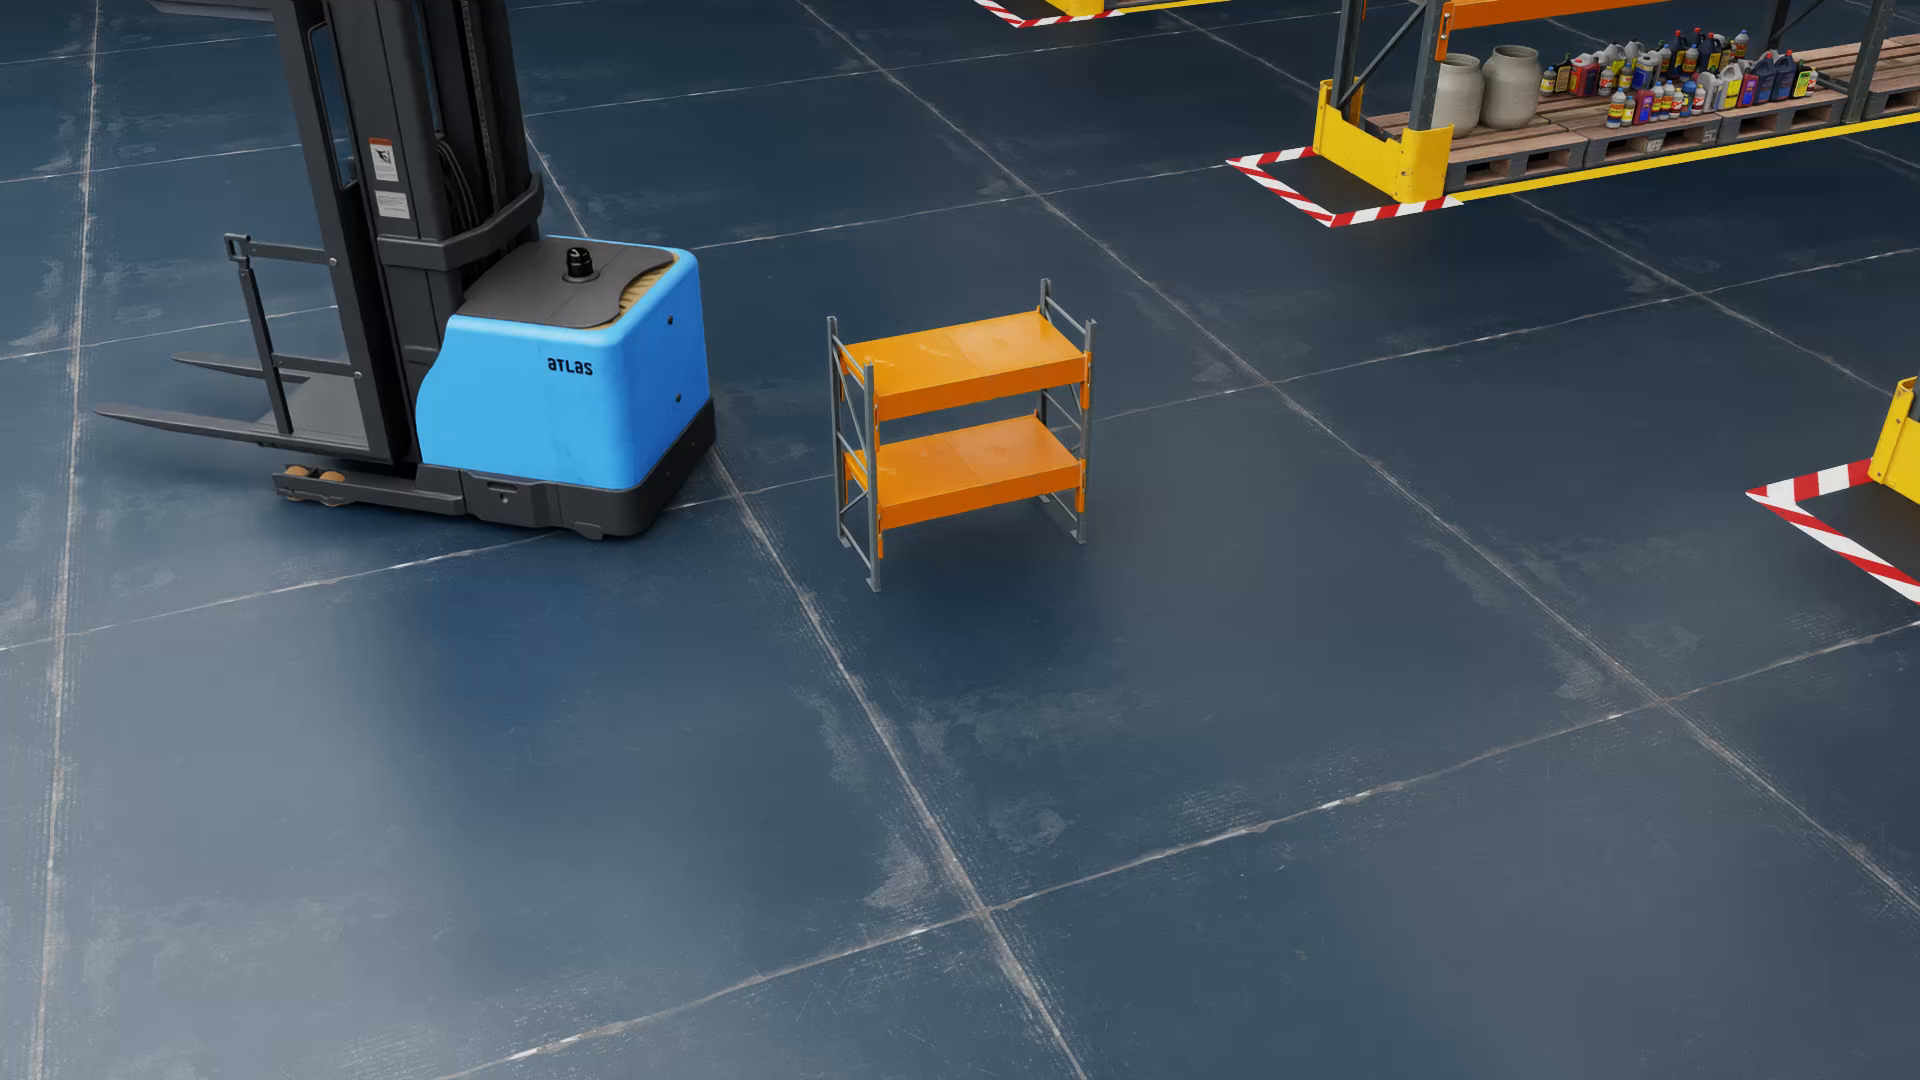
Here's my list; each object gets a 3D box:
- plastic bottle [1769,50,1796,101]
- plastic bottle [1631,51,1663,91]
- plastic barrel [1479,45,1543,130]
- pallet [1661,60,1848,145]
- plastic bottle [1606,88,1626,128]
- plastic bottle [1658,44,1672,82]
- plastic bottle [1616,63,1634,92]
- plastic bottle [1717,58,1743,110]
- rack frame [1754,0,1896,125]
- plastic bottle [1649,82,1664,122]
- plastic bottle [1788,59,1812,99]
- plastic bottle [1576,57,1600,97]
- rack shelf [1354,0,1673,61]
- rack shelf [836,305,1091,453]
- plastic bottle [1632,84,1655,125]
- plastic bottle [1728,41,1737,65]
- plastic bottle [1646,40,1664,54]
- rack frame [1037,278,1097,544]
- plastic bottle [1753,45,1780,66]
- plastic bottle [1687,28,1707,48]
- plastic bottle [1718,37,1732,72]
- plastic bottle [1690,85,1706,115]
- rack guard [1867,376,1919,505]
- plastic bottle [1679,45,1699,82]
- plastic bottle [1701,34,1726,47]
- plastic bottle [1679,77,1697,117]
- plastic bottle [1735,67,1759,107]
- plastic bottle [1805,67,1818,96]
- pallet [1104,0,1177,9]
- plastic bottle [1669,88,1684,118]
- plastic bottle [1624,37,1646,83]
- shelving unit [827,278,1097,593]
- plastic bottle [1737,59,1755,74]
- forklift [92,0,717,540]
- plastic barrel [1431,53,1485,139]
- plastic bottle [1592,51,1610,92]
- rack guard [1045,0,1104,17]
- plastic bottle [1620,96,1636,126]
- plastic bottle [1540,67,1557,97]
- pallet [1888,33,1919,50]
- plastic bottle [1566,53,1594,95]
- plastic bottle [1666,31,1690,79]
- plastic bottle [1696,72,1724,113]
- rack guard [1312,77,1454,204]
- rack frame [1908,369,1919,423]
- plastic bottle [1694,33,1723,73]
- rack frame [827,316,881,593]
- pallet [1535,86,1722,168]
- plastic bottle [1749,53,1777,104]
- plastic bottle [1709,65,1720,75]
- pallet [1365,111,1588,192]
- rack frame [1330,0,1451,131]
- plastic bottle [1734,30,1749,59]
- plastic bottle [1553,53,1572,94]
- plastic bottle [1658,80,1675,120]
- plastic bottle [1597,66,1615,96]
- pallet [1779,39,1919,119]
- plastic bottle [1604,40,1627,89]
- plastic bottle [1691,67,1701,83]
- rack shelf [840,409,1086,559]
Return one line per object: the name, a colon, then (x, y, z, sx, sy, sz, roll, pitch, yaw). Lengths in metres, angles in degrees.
plastic bottle: (6.085, -3.449, 12.325, 0.185, 0.351, 0.144, -14, 36, -20)
plastic bottle: (5.176, -3.538, 12.531, 0.135, 0.276, 0.152, -13, 35, -19)
plastic barrel: (3.918, -3.227, 11.856, 0.421, 0.512, 0.421, 0, 33, 0)
pallet: (5.931, -3.366, 12.729, 1.213, 0.211, 1.003, -13, 35, -19)
plastic bottle: (4.671, -3.078, 11.828, 0.097, 0.271, 0.097, 0, 33, 0)
plastic bottle: (5.367, -3.645, 12.700, 0.097, 0.271, 0.097, 0, 33, 0)
plastic bottle: (5.012, -3.485, 12.518, 0.097, 0.201, 0.097, 0, 33, 0)
plastic bottle: (5.610, -3.340, 12.158, 0.185, 0.351, 0.144, -13, 35, -19)
rack frame: (6.567, -4.655, 12.155, 0.127, 3.000, 1.000, -13, 35, -19)
plastic bottle: (4.987, -3.150, 11.939, 0.097, 0.271, 0.097, 0, 33, 0)
plastic bottle: (6.251, -3.434, 12.364, 0.133, 0.283, 0.061, -11, 35, -17)
plastic bottle: (4.687, -3.451, 12.391, 0.133, 0.283, 0.061, -13, 35, -19)
rack shelf: (4.723, -3.932, 11.702, 4.000, 0.370, 1.077, -13, 35, -19)
rack shelf: (0.006, -0.718, 7.286, 1.000, 0.278, 0.538, -13, 35, -19)
plastic bottle: (4.887, -3.121, 11.884, 0.133, 0.283, 0.061, -12, 35, -18)
plastic bottle: (6.010, -3.799, 13.000, 0.097, 0.201, 0.097, 0, 33, 0)
plastic bottle: (5.320, -3.686, 12.752, 0.133, 0.283, 0.061, -11, 35, -17)
rack frame: (0.475, -0.580, 7.610, 0.032, 1.125, 0.500, -13, 35, -19)
plastic bottle: (6.029, -3.521, 12.437, 0.185, 0.351, 0.144, -13, 35, -19)
plastic bottle: (5.662, -3.768, 12.816, 0.185, 0.351, 0.144, -12, 35, -18)
plastic bottle: (5.858, -3.719, 12.803, 0.133, 0.283, 0.061, -13, 35, -19)
plastic bottle: (5.360, -3.206, 12.090, 0.097, 0.201, 0.097, 0, 33, 0)
rack guard: (4.866, -0.289, 7.735, 0.348, 0.500, 1.175, -13, 35, -19)
plastic bottle: (5.575, -3.643, 12.697, 0.097, 0.271, 0.097, 0, 33, 0)
plastic bottle: (5.816, -3.769, 12.887, 0.135, 0.276, 0.152, -12, 35, -17)
plastic bottle: (5.266, -3.214, 12.038, 0.097, 0.271, 0.097, 0, 33, 0)
plastic bottle: (5.774, -3.325, 12.196, 0.133, 0.283, 0.061, -11, 35, -16)
plastic bottle: (6.353, -3.434, 12.439, 0.097, 0.201, 0.097, 0, 33, 0)
pallet: (1.653, -5.316, 15.727, 1.213, 0.211, 1.003, -13, 35, -19)
plastic bottle: (5.171, -3.163, 12.023, 0.097, 0.201, 0.097, 0, 33, 0)
plastic bottle: (5.096, -3.638, 12.617, 0.185, 0.351, 0.144, -13, 35, -19)
shelving unit: (0.006, -0.473, 7.445, 1.048, 1.125, 0.538, -13, 35, -19)
plastic bottle: (5.827, -3.446, 12.390, 0.135, 0.276, 0.152, -13, 35, -19)
forklift: (-2.805, -1.658, 7.611, 3.031, 2.935, 1.130, 8, 34, 12)
plastic barrel: (3.456, -3.122, 11.693, 0.421, 0.512, 0.421, 0, 33, 0)
plastic bottle: (4.773, -3.531, 12.520, 0.135, 0.276, 0.152, -14, 36, -20)
rack guard: (0.942, -5.250, 15.360, 0.348, 0.500, 1.175, -13, 35, -19)
plastic bottle: (4.766, -3.070, 11.881, 0.097, 0.201, 0.097, 0, 33, 0)
plastic bottle: (4.402, -3.431, 12.435, 0.097, 0.201, 0.097, 0, 33, 0)
pallet: (8.402, -3.932, 13.599, 1.213, 0.211, 1.003, -13, 35, -19)
plastic bottle: (4.645, -3.501, 12.475, 0.135, 0.276, 0.152, -13, 35, -19)
plastic bottle: (5.488, -3.728, 12.755, 0.185, 0.351, 0.144, -14, 36, -21)
plastic bottle: (5.458, -3.276, 12.129, 0.135, 0.276, 0.152, -12, 35, -18)
rack guard: (2.931, -2.803, 11.599, 0.348, 0.500, 1.175, -13, 35, -19)
rack frame: (4.796, -1.320, 7.029, 0.127, 3.000, 1.000, -13, 35, -19)
plastic bottle: (5.718, -3.695, 12.704, 0.185, 0.351, 0.144, -13, 35, -19)
rack frame: (-0.462, -0.366, 7.280, 0.032, 1.125, 0.500, -13, 35, -19)
pallet: (4.805, -3.106, 12.330, 1.213, 0.211, 1.003, -13, 35, -19)
plastic bottle: (5.908, -3.408, 12.263, 0.185, 0.351, 0.144, -15, 36, -21)
plastic bottle: (5.546, -3.358, 12.247, 0.133, 0.283, 0.061, -13, 35, -19)
pallet: (3.682, -2.851, 11.938, 1.213, 0.211, 1.003, -13, 35, -19)
rack frame: (2.879, -3.811, 10.857, 0.127, 3.000, 1.000, -13, 35, -19)
plastic bottle: (6.103, -3.849, 13.014, 0.097, 0.271, 0.097, 0, 33, 0)
plastic bottle: (4.503, -3.499, 12.464, 0.133, 0.283, 0.061, -12, 35, -18)
plastic bottle: (5.079, -3.171, 11.972, 0.097, 0.271, 0.097, 0, 33, 0)
plastic bottle: (4.839, -3.441, 12.450, 0.097, 0.201, 0.097, 0, 33, 0)
pallet: (7.276, -3.672, 13.200, 1.213, 0.211, 1.003, -13, 35, -19)
plastic bottle: (4.924, -3.599, 12.556, 0.185, 0.351, 0.144, -11, 35, -17)
plastic bottle: (5.417, -3.333, 12.209, 0.133, 0.283, 0.061, -13, 35, -19)
rack shelf: (0.006, -0.268, 7.579, 1.000, 0.278, 0.538, -13, 35, -19)
